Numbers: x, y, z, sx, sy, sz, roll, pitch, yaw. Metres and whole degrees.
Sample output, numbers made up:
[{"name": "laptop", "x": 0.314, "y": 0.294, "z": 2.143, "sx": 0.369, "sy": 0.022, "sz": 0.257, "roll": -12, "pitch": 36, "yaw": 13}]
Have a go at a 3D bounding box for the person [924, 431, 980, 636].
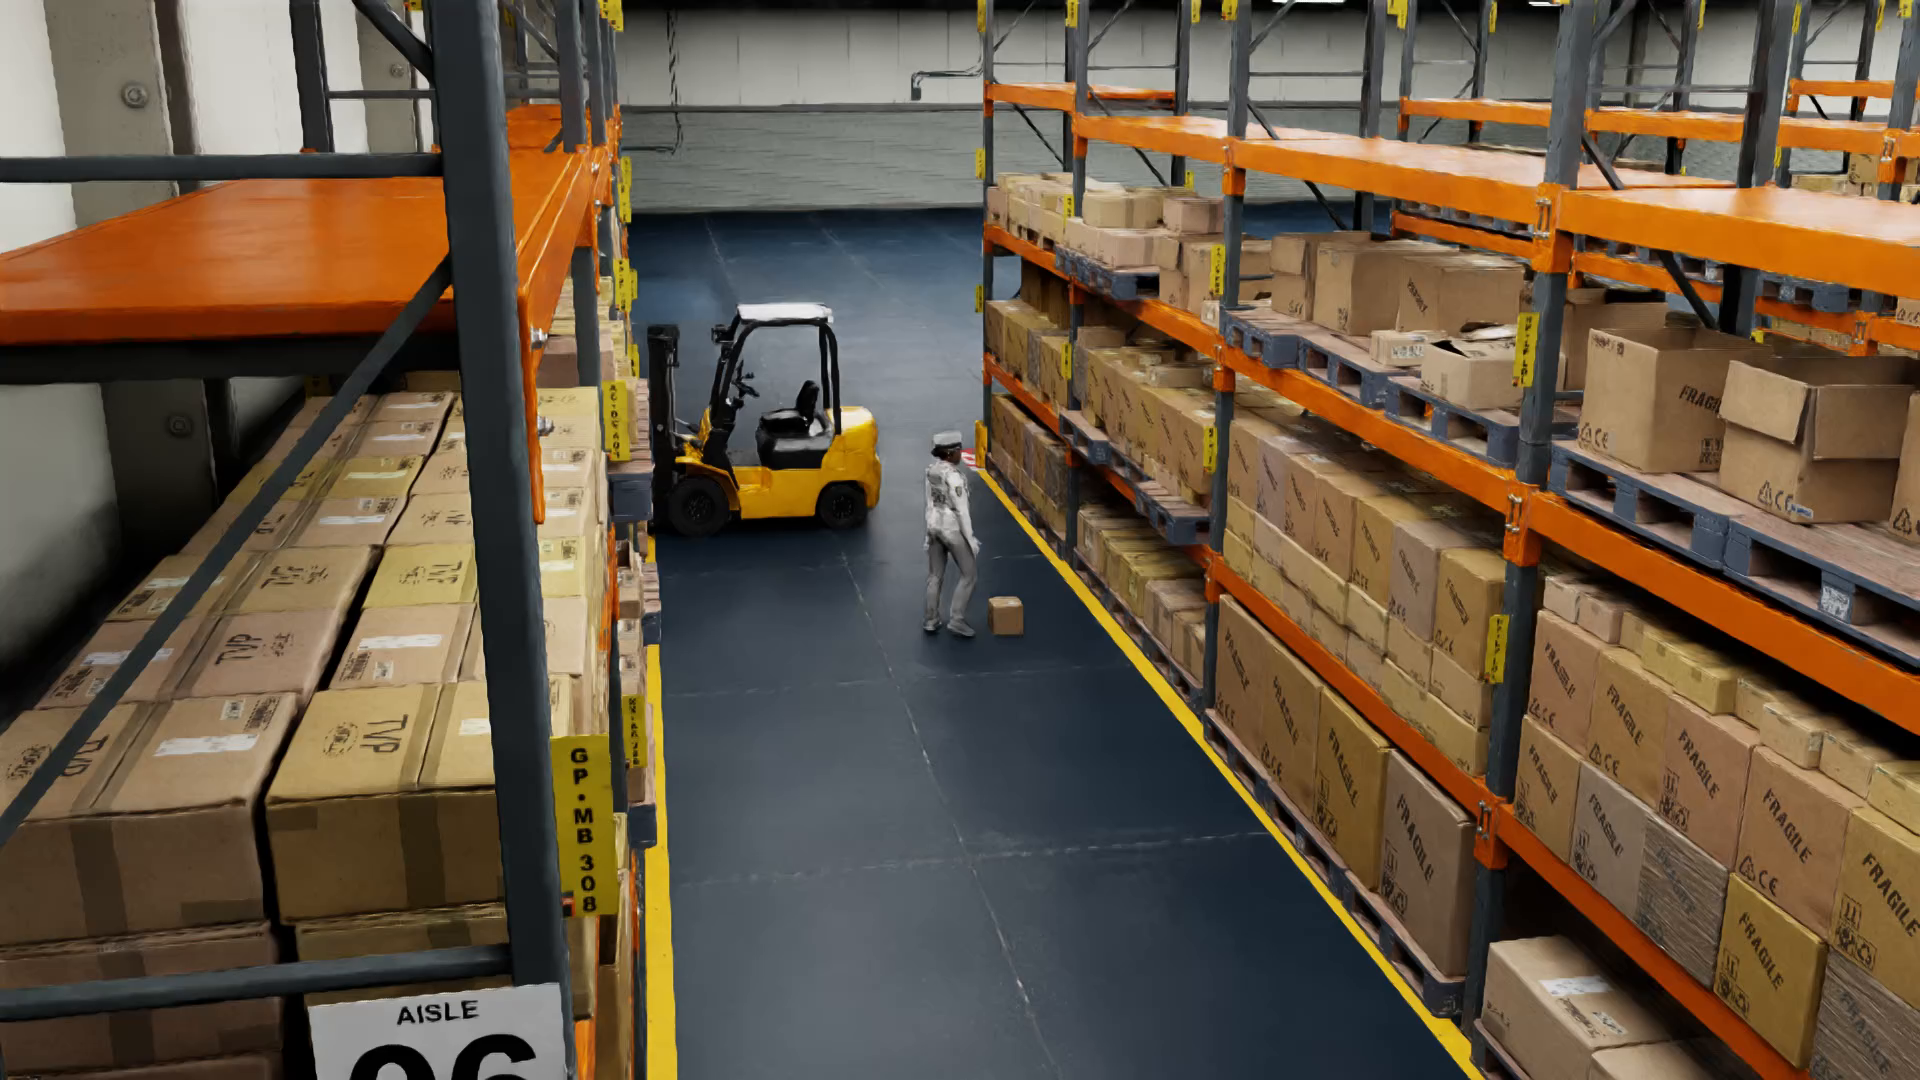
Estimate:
[{"name": "person", "x": -0.075, "y": -0.038, "z": 13.595, "sx": 0.377, "sy": 1.695, "sz": 0.553, "roll": -12, "pitch": 20, "yaw": -35}]
